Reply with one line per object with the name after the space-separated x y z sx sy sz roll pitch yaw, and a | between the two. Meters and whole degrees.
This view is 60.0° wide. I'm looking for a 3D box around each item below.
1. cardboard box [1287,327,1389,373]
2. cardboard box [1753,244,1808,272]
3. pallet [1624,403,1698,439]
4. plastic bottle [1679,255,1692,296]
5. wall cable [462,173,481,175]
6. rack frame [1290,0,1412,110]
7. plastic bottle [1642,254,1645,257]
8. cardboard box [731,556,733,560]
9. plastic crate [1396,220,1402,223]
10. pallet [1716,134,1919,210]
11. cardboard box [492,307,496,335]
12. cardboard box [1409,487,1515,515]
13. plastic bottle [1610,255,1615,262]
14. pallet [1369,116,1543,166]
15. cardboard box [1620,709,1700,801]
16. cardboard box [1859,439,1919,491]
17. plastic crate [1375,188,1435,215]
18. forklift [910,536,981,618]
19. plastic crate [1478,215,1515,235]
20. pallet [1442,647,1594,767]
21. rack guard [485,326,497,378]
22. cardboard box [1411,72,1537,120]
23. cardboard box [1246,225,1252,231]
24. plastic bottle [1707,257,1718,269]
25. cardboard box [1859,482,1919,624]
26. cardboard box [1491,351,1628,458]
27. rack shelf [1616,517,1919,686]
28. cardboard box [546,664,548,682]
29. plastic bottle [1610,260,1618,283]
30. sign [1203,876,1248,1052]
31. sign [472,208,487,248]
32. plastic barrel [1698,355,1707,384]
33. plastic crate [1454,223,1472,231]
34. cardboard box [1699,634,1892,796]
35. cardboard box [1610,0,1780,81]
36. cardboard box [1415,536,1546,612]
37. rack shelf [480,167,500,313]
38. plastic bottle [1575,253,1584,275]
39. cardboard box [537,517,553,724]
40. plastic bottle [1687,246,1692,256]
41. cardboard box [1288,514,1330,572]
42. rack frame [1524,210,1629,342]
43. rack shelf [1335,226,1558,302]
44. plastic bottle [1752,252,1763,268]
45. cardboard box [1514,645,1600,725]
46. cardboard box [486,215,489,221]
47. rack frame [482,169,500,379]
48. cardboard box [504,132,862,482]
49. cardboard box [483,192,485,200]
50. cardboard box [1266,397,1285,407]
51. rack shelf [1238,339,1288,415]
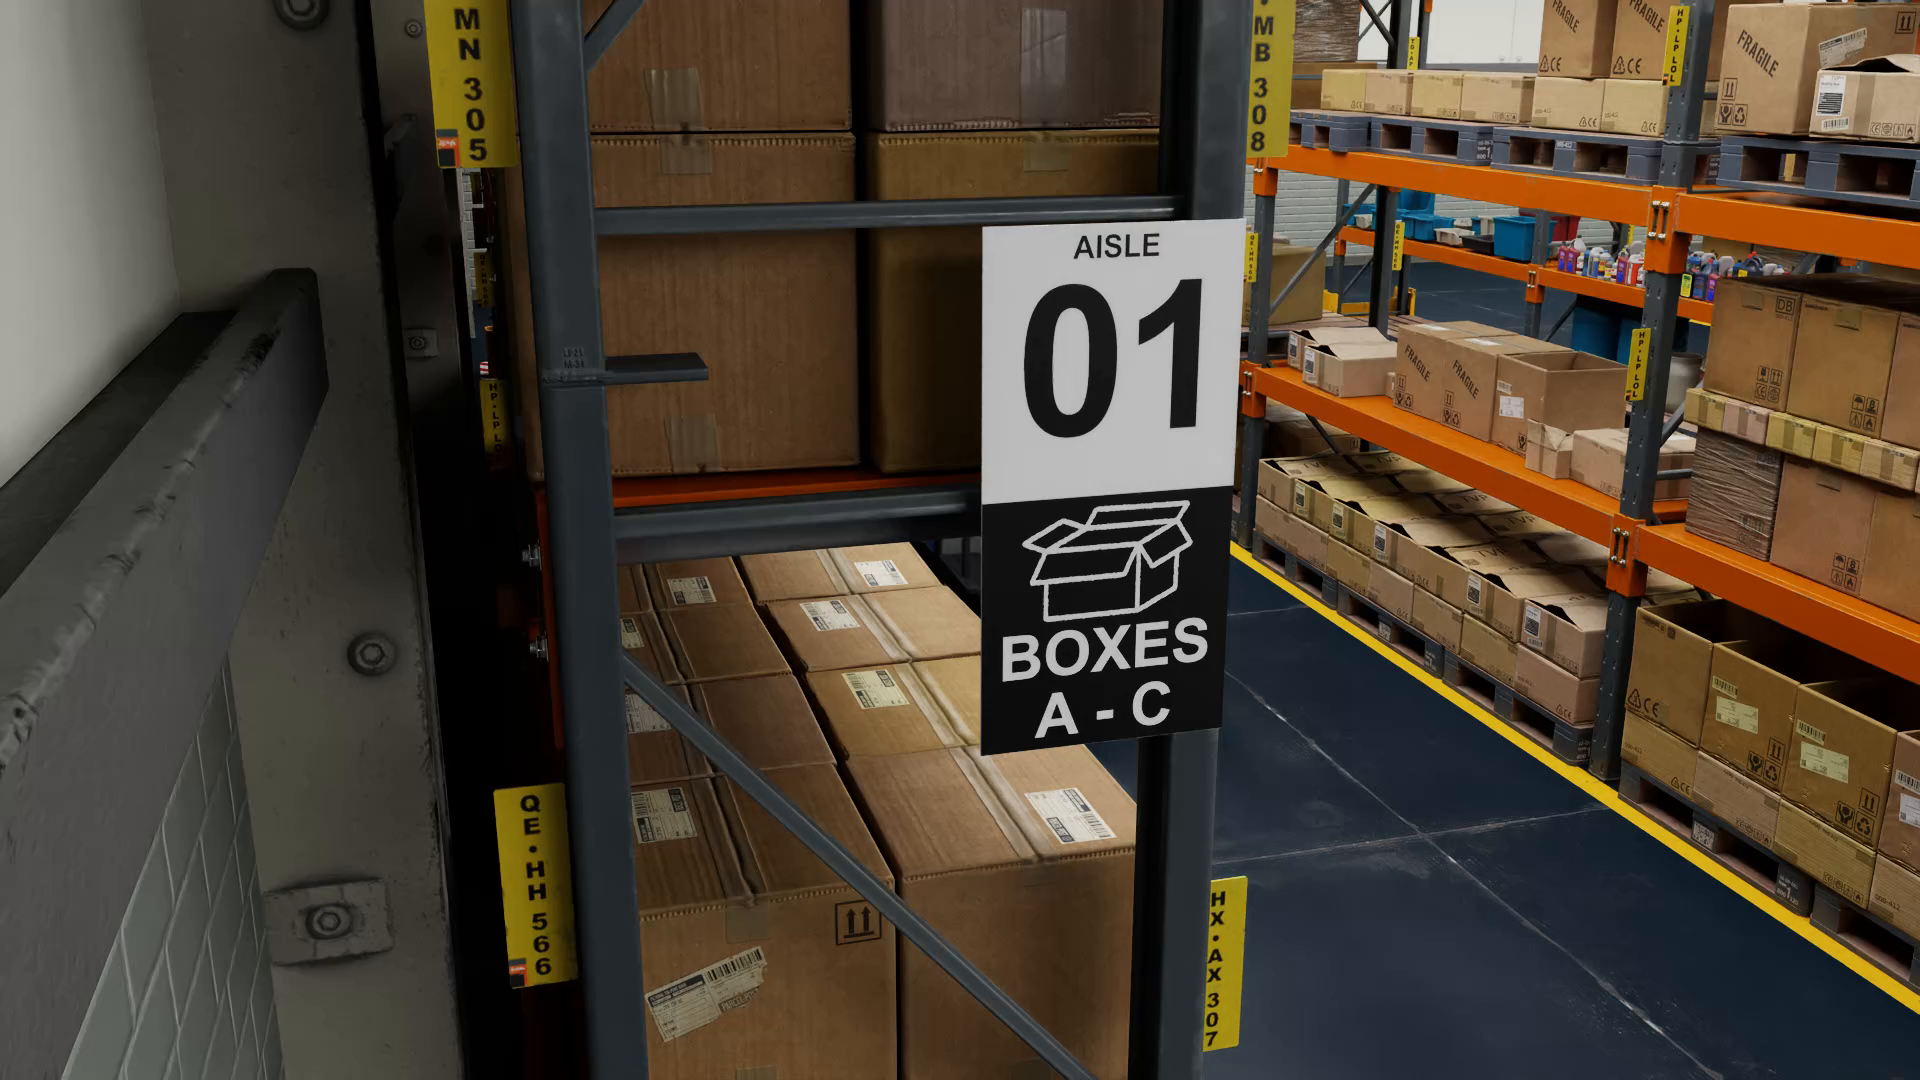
2.533 -1.277 11.146 0.500 0.311 0.500 -4 17 -12 | cardboard box
10.306 -3.180 20.289 0.875 0.875 0.875 -5 17 -15 | cardboard box
6.651 -1.031 15.017 1.003 0.211 1.213 -5 17 -15 | pallet
6.313 -2.321 14.550 0.144 0.351 0.185 -5 17 -15 | plastic bottle
-5.696 -6.223 22.425 3.097 2.526 0.112 -5 17 -15 | wall cable
2.475 -4.297 10.616 1.000 3.000 0.127 -5 17 -15 | rack frame
6.595 -2.671 15.975 0.097 0.201 0.097 0 17 0 | plastic bottle
-0.489 0.162 5.121 0.500 0.500 0.500 -5 17 -17 | cardboard box
4.987 -3.553 18.920 0.250 0.136 0.298 -5 17 -15 | plastic crate
3.834 -1.478 6.599 1.003 0.211 1.213 -5 17 -15 | pallet
-3.084 -1.764 11.886 0.500 0.500 0.500 -4 17 -14 | cardboard box
3.141 -0.169 10.374 0.500 0.311 0.500 -5 17 -16 | cardboard box
6.116 -2.582 15.678 0.097 0.201 0.097 0 17 0 | plastic bottle
3.058 -2.281 9.445 1.003 0.211 1.213 -4 17 -13 | pallet
3.411 0.950 7.624 0.500 0.250 0.500 -5 17 -15 | cardboard box
3.744 -0.304 6.449 0.380 0.149 0.250 -5 18 -17 | cardboard box
5.312 -3.995 19.873 0.616 0.435 0.499 -5 17 -15 | plastic crate
0.443 -0.947 10.011 1.130 2.935 3.031 -4 17 -14 | forklift
5.897 -3.330 17.926 0.437 0.282 0.530 -5 17 -15 | plastic crate
3.335 0.817 8.865 1.003 0.211 1.213 -5 17 -15 | pallet
-4.492 -2.054 17.921 1.175 0.500 0.348 -5 17 -15 | rack guard
2.962 -2.566 9.598 0.500 0.250 0.500 -5 17 -16 | cardboard box
1.921 -2.296 13.477 0.700 0.500 0.500 -10 19 -29 | cardboard box
6.784 -2.419 15.015 0.097 0.271 0.097 0 17 0 | plastic bottle
3.988 0.041 6.428 0.700 0.500 0.500 -4 17 -14 | cardboard box
3.235 -0.725 8.978 0.500 0.500 0.500 -3 17 -11 | cardboard box
4.124 0.580 6.058 1.077 0.370 4.000 -5 17 -15 | rack shelf
-1.111 0.424 5.554 0.500 0.250 0.500 -5 18 -17 | cardboard box
6.060 -2.479 15.335 0.097 0.201 0.097 0 17 0 | plastic bottle
0.434 0.724 2.824 0.100 0.325 0.005 -5 17 -15 | sign
-3.919 -2.546 13.572 0.100 0.325 0.005 -5 17 -15 | sign
6.778 -1.307 14.552 0.600 0.588 0.708 -5 17 -15 | plastic barrel
5.704 -3.482 18.684 0.298 0.136 0.250 -5 17 -15 | plastic crate
3.546 0.730 7.055 0.500 0.500 0.500 -5 17 -15 | cardboard box
3.443 -2.417 7.796 0.500 0.500 0.500 -4 17 -15 | cardboard box
2.904 0.158 9.285 0.500 0.311 0.500 -5 17 -15 | cardboard box
-1.737 -1.570 8.002 1.077 0.370 4.000 -5 17 -15 | rack shelf
5.916 -2.624 15.817 0.097 0.201 0.097 0 17 0 | plastic bottle
-0.989 0.206 4.974 0.500 0.500 0.500 -4 17 -14 | cardboard box
6.758 -2.618 15.540 0.144 0.351 0.185 -5 17 -15 | plastic bottle
2.476 -0.001 10.792 0.500 0.250 0.500 -5 17 -17 | cardboard box
6.140 -2.921 16.463 1.000 3.000 0.127 -5 17 -15 | rack frame
5.590 -3.130 18.408 1.077 0.370 4.000 -5 17 -15 | rack shelf
7.010 -2.365 14.695 0.144 0.351 0.185 -5 17 -15 | plastic bottle
3.182 0.706 8.437 0.500 0.250 0.500 -5 17 -16 | cardboard box
-3.217 -2.267 12.255 0.500 0.250 0.500 -5 18 -17 | cardboard box
-3.386 -2.138 13.855 1.000 3.000 0.127 -5 17 -15 | rack frame
-0.446 -0.408 2.674 0.500 0.500 0.500 -3 17 -11 | cardboard box
-4.335 -3.248 17.029 0.980 0.700 0.700 -4 17 -13 | cardboard box
2.343 -0.870 13.214 0.500 0.500 0.500 -5 17 -16 | cardboard box
1.926 -1.633 13.425 1.077 0.370 4.000 -5 17 -15 | rack shelf
